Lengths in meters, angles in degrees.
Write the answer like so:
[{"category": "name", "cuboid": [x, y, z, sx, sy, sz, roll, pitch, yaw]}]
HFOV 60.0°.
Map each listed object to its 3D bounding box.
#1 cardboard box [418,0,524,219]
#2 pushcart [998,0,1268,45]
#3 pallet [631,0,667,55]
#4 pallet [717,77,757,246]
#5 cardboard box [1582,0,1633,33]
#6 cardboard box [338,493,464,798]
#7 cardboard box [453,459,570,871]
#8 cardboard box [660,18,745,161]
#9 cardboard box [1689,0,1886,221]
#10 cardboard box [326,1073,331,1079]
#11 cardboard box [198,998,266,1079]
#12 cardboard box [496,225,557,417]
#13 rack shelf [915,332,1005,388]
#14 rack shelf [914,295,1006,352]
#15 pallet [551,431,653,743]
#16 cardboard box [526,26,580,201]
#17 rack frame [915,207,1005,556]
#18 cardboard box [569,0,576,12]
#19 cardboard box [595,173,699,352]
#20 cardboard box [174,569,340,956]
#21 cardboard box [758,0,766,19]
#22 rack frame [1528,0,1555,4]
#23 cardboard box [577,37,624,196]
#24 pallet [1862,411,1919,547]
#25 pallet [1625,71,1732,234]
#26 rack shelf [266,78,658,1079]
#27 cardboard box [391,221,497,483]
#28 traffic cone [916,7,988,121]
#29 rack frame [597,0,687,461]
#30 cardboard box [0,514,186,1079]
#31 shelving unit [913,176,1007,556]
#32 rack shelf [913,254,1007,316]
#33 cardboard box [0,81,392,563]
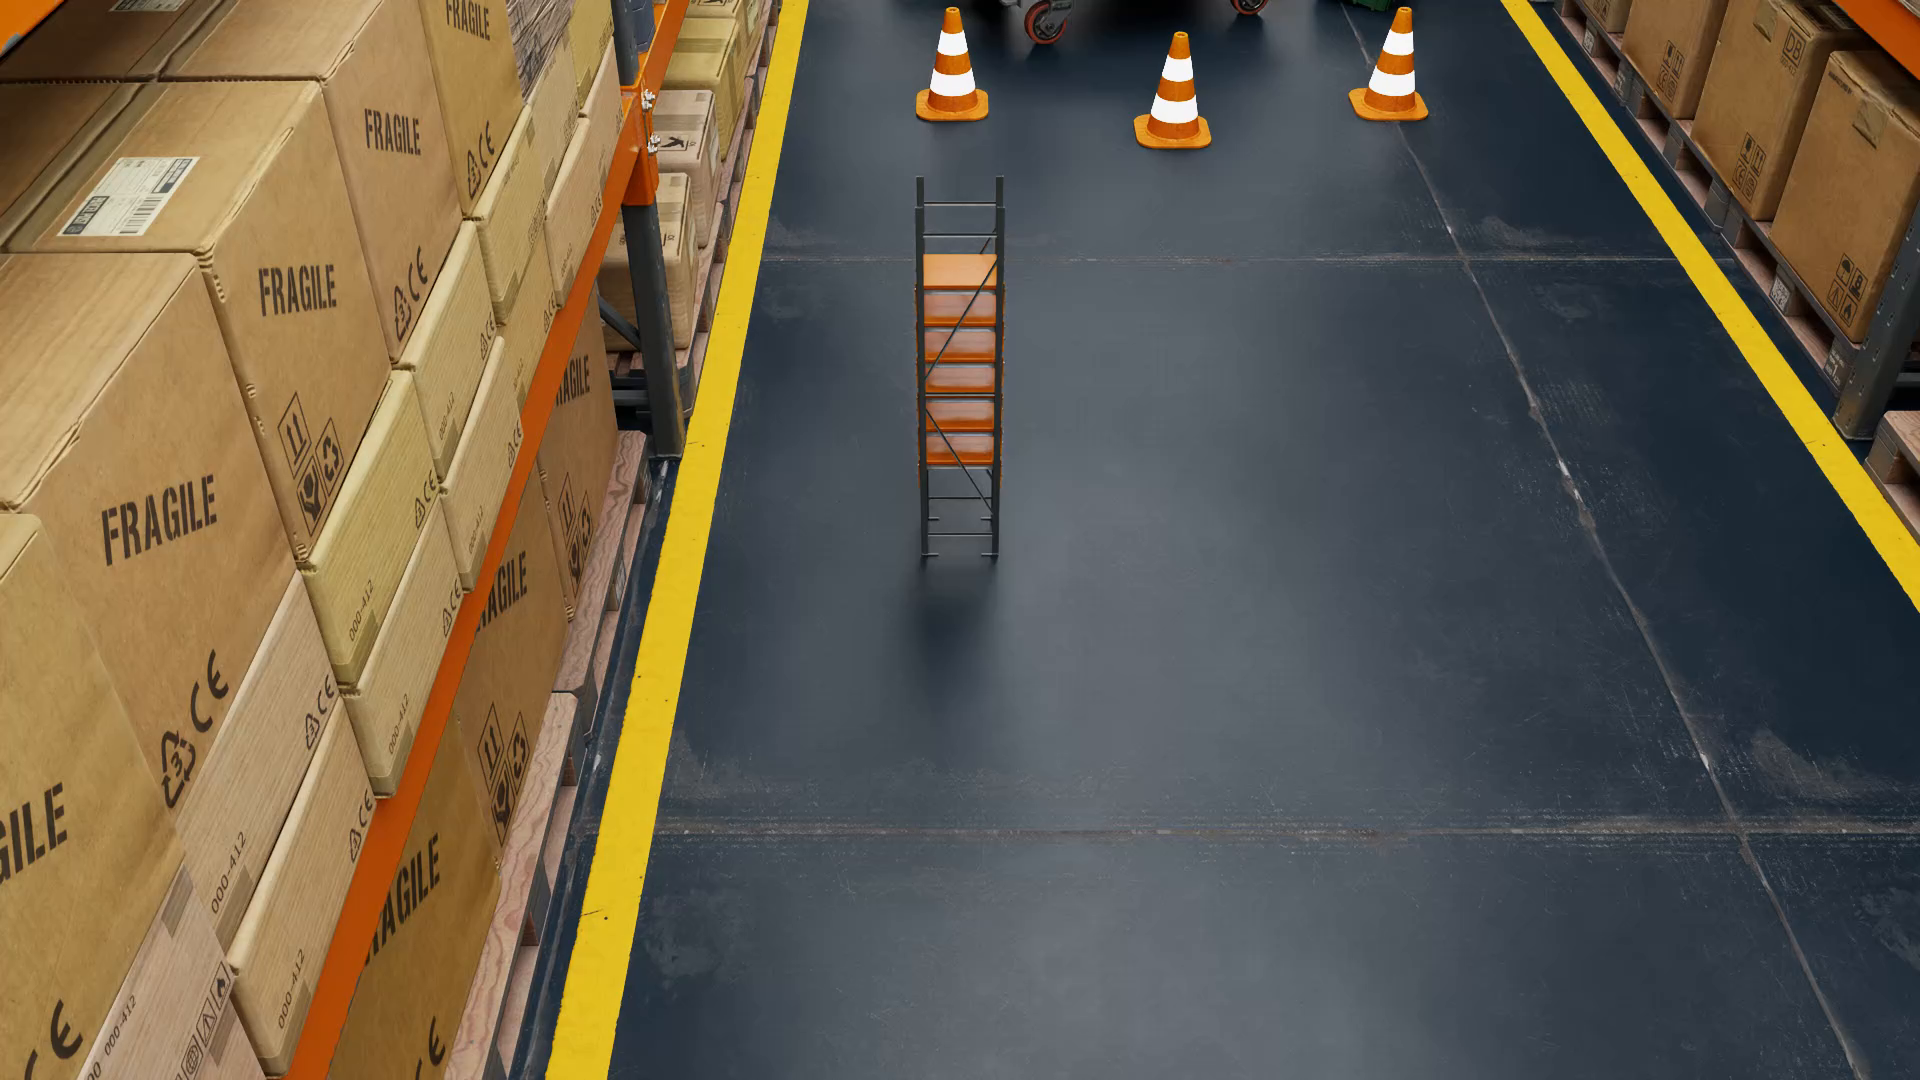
[{"category": "cardboard box", "cuboid": [-1.168, -0.951, 3.159, 0.500, 0.500, 0.500, 0, 39, 0]}, {"category": "pushcart", "cuboid": [0.842, -2.988, 8.676, 1.648, 0.377, 0.936, -13, 40, -16]}, {"category": "pallet", "cuboid": [-1.541, -1.847, 5.310, 1.213, 0.211, 1.003, 0, 39, 0]}, {"category": "pallet", "cuboid": [-1.431, -1.638, 7.125, 1.003, 0.211, 1.213, 0, 39, 0]}, {"category": "cardboard box", "cuboid": [3.603, -2.942, 7.986, 1.050, 0.750, 0.750, 0, 39, 0]}, {"category": "cardboard box", "cuboid": [-1.152, 0.164, 2.767, 0.500, 0.250, 0.500, 0, 39, 0]}, {"category": "cardboard box", "cuboid": [-1.519, 0.179, 3.992, 0.875, 0.875, 0.875, 0, 39, 1]}, {"category": "cardboard box", "cuboid": [-1.428, -1.904, 6.993, 0.950, 0.372, 0.625, 1, 39, 1]}, {"category": "cardboard box", "cuboid": [3.601, -1.757, 6.507, 1.050, 0.750, 0.750, 1, 39, 1]}, {"category": "cardboard box", "cuboid": [-1.509, 1.303, 2.589, 0.875, 0.875, 0.875, 1, 39, 1]}, {"category": "cardboard box", "cuboid": [-1.165, 0.808, 1.963, 0.500, 0.250, 0.500, -1, 39, -1]}, {"category": "cardboard box", "cuboid": [-1.172, -0.468, 3.555, 0.500, 0.250, 0.500, 0, 39, -1]}, {"category": "rack shelf", "cuboid": [0.000, -0.536, 4.839, 0.258, 0.103, 0.180, 0, 39, 0]}, {"category": "rack shelf", "cuboid": [0.000, -0.630, 4.764, 0.258, 0.103, 0.180, 0, 39, 0]}, {"category": "pallet", "cuboid": [-1.508, 0.105, 4.950, 1.003, 0.211, 1.213, 0, 39, 0]}, {"category": "cardboard box", "cuboid": [-1.174, -0.990, 3.806, 0.500, 0.250, 0.500, -1, 39, -1]}, {"category": "rack frame", "cuboid": [0.000, -0.420, 4.815, 0.240, 1.200, 0.006, 0, 39, 0]}, {"category": "cardboard box", "cuboid": [-1.171, -1.583, 3.947, 0.500, 0.500, 0.500, -1, 39, -1]}, {"category": "cardboard box", "cuboid": [-1.424, -0.968, 5.825, 0.950, 0.372, 0.625, -2, 39, -3]}, {"category": "cardboard box", "cuboid": [-1.176, 0.287, 2.213, 0.500, 0.250, 0.500, 1, 39, 1]}, {"category": "cardboard box", "cuboid": [-1.435, -2.788, 8.096, 0.950, 0.372, 0.625, 0, 39, 1]}, {"category": "rack frame", "cuboid": [3.512, -4.045, 7.898, 1.000, 3.000, 0.127, 0, 39, 0]}, {"category": "cardboard box", "cuboid": [-1.173, -1.102, 4.346, 0.500, 0.250, 0.500, -1, 39, -2]}, {"category": "pallet", "cuboid": [3.516, 0.034, 5.039, 1.003, 0.211, 1.213, 0, 39, 0]}, {"category": "pallet", "cuboid": [3.592, -1.709, 7.214, 1.003, 0.211, 1.213, 0, 39, 0]}, {"category": "rack shelf", "cuboid": [-1.431, 0.055, 3.358, 1.077, 0.370, 4.000, 0, 39, 0]}, {"category": "cardboard box", "cuboid": [-1.153, -0.345, 3.002, 0.500, 0.250, 0.500, -1, 39, -1]}, {"category": "traffic cone", "cuboid": [-0.037, -2.213, 7.642, 0.336, 0.463, 0.334, 0, 39, 0]}, {"category": "rack frame", "cuboid": [-1.433, -1.476, 4.694, 1.000, 3.000, 0.127, 0, 39, 0]}, {"category": "cardboard box", "cuboid": [-1.142, 0.320, 1.572, 0.500, 0.500, 0.500, 0, 39, 0]}, {"category": "shelving unit", "cuboid": [0.000, -0.477, 4.886, 0.258, 1.200, 0.189, 0, 39, 0]}, {"category": "rack shelf", "cuboid": [0.000, -0.724, 4.689, 0.258, 0.103, 0.180, 0, 39, 0]}, {"category": "cardboard box", "cuboid": [-1.168, -0.311, 2.360, 0.500, 0.500, 0.500, -1, 39, -1]}]
